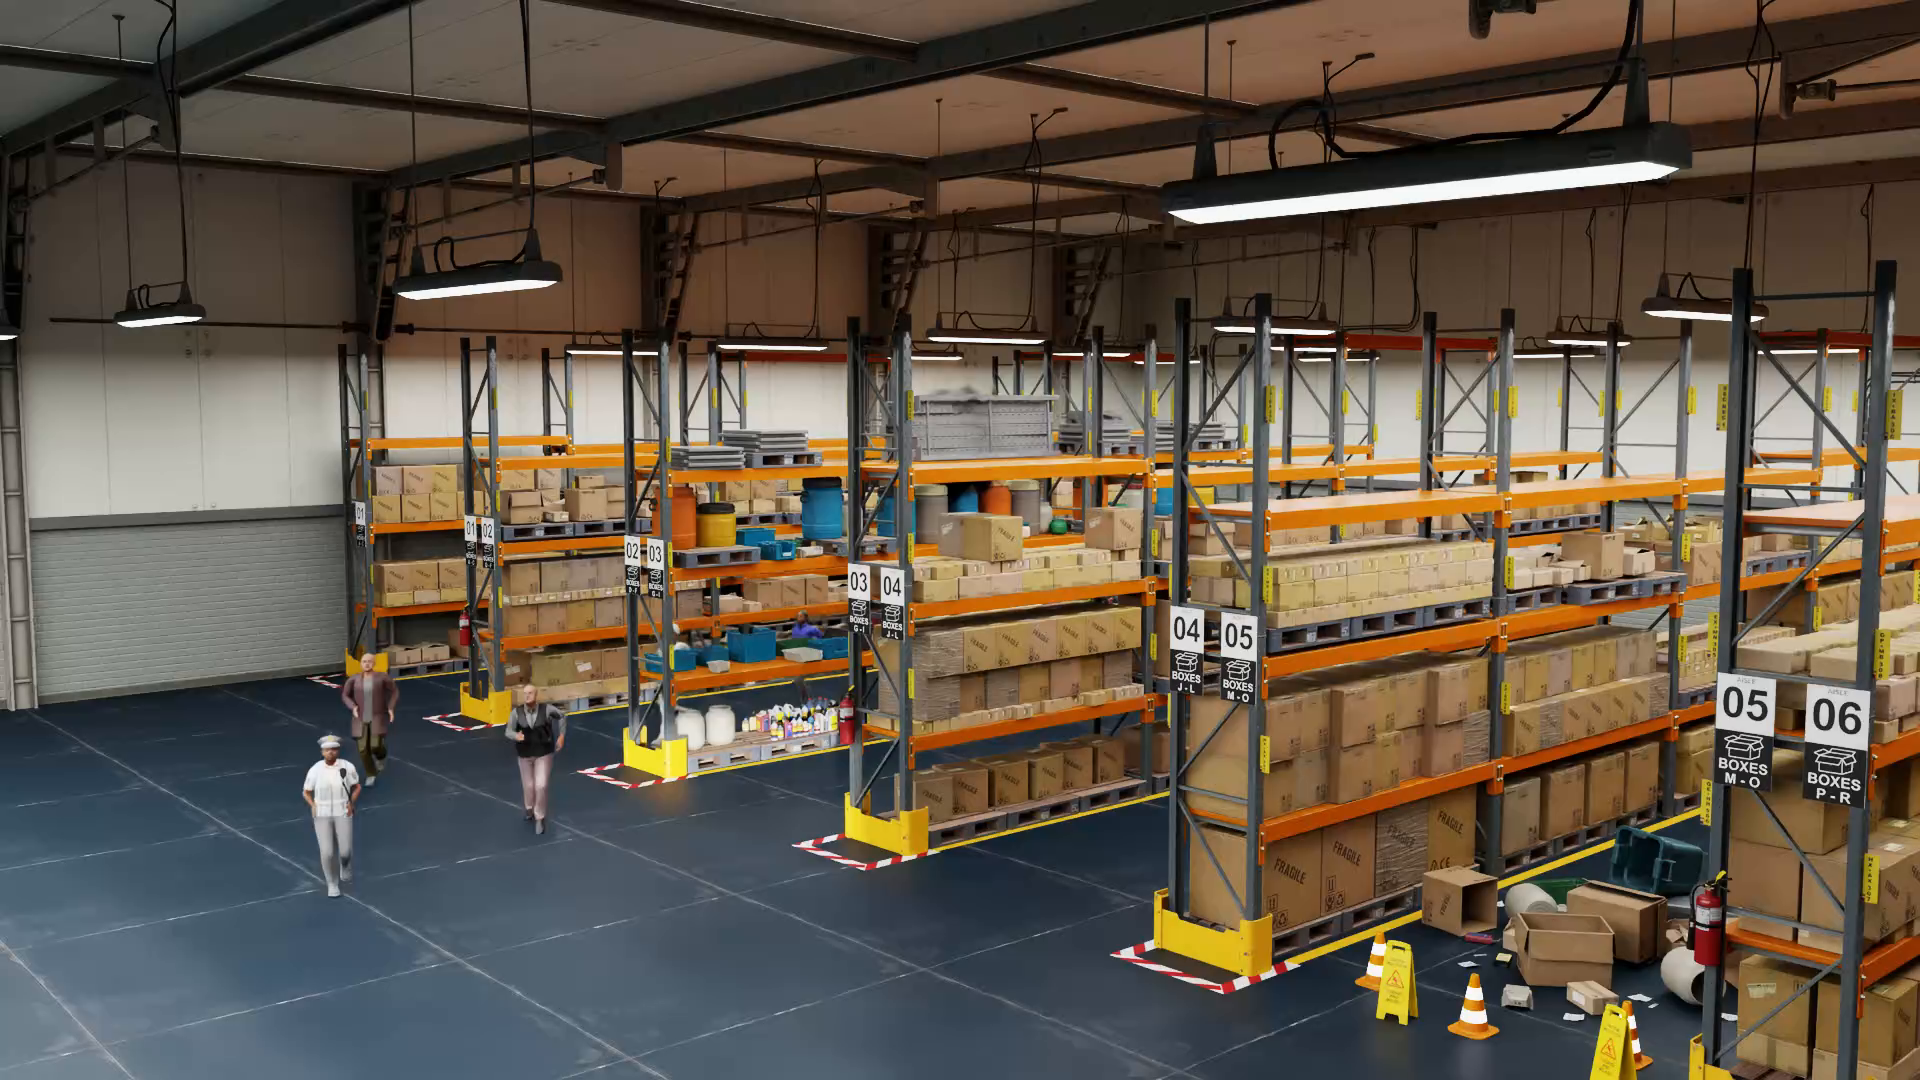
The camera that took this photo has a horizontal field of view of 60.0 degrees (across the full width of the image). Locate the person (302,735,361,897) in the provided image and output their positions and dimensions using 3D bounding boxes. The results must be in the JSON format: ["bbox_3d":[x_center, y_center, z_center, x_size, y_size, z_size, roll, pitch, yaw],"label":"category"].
[{"bbox_3d":[-6.445,2.812,17.078,0.573,1.650,0.583,-2,5,-20],"label":"person"}]

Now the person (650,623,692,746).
[{"bbox_3d":[-4.216,2.100,24.425,0.681,1.766,0.878,4,7,39],"label":"person"}]

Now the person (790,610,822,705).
[{"bbox_3d":[-2.541,1.962,26.701,0.558,1.685,0.667,4,7,38],"label":"person"}]

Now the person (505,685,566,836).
[{"bbox_3d":[-4.985,2.565,19.549,0.662,1.756,0.887,0,5,-4],"label":"person"}]

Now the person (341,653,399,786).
[{"bbox_3d":[-7.758,2.353,21.856,0.710,1.734,0.636,-1,5,-11],"label":"person"}]
